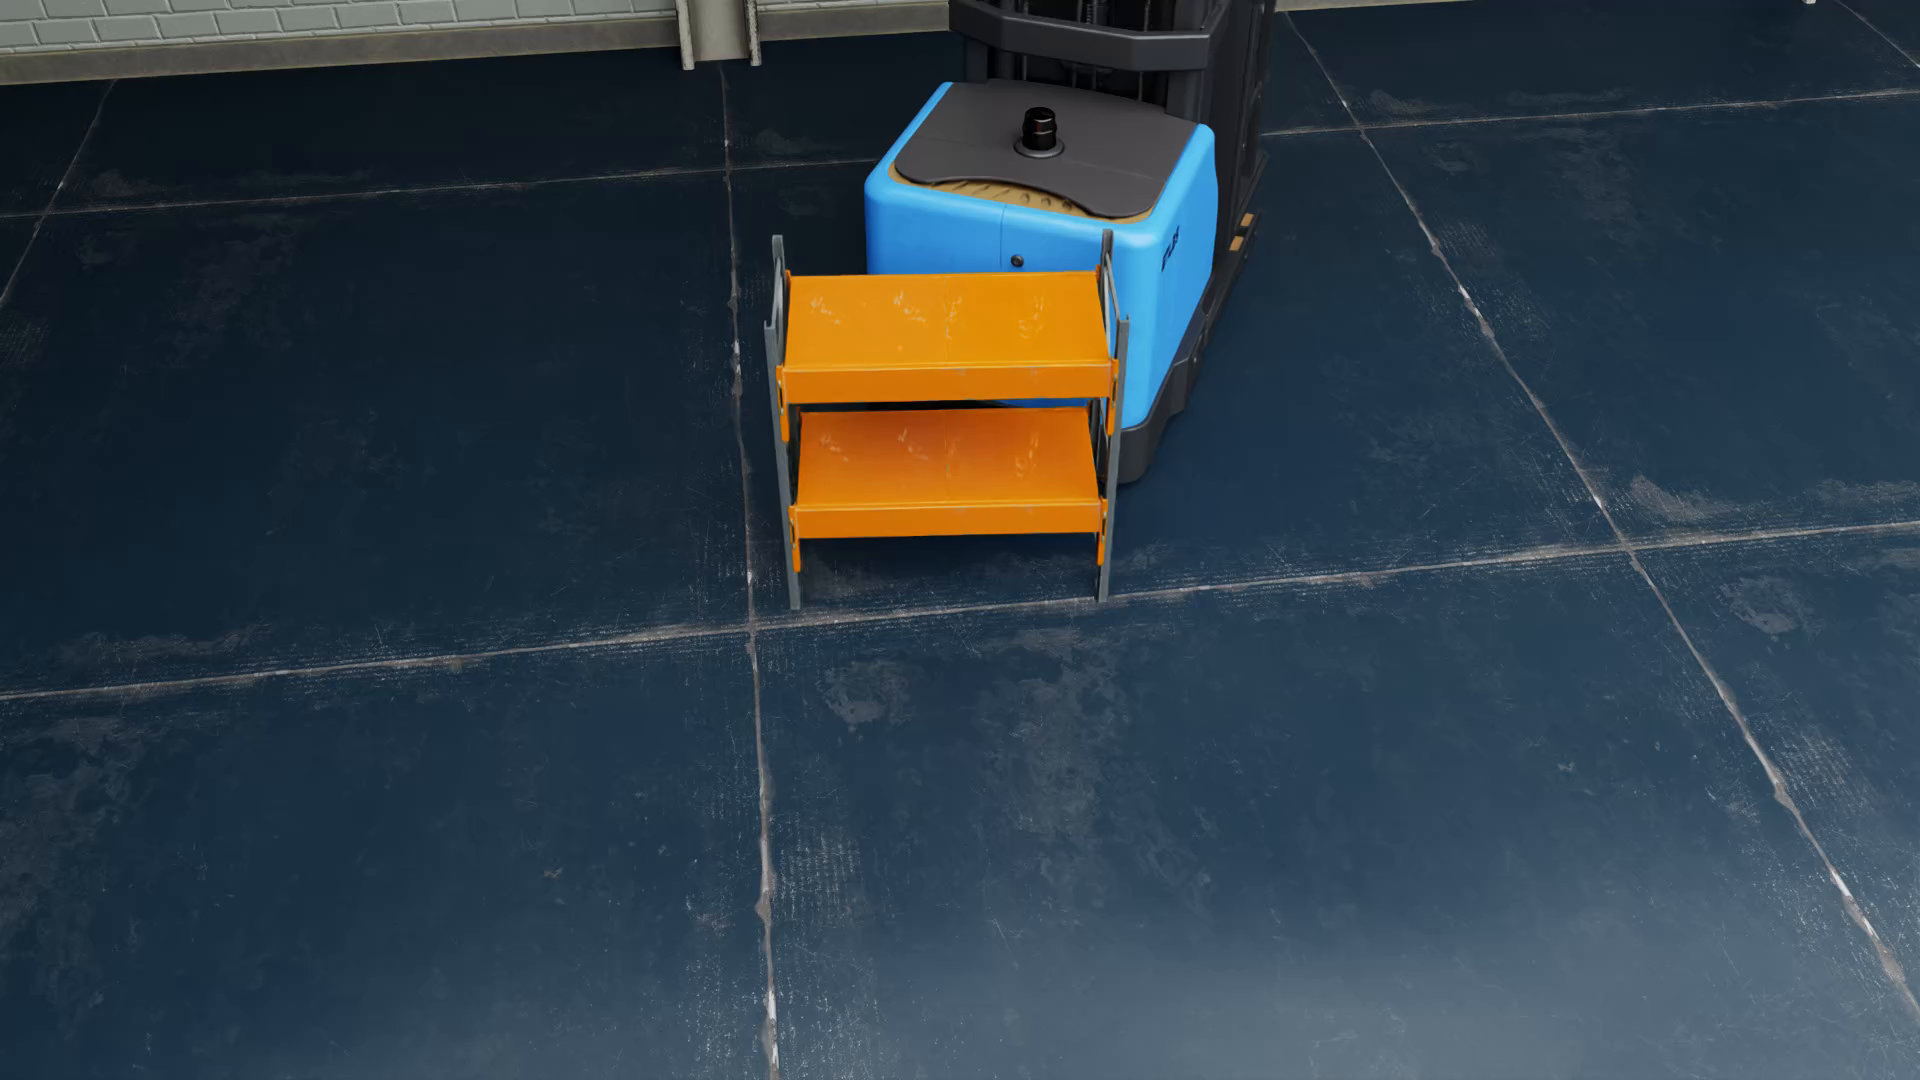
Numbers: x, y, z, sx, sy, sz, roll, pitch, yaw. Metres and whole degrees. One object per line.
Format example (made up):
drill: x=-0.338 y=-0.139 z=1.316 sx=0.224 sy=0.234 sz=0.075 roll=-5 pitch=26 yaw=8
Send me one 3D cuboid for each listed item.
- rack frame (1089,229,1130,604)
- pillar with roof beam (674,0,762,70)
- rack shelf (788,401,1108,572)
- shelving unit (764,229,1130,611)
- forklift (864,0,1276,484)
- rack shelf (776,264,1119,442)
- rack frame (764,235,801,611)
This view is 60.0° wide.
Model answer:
rack frame: x=0.464 y=-0.375 z=5.325 sx=0.032 sy=1.125 sz=0.500 roll=-1 pitch=42 yaw=-1
pillar with roof beam: x=-0.662 y=-2.970 z=2.324 sx=0.400 sy=9.000 sz=9.100 roll=-5 pitch=42 yaw=-6
rack shelf: x=-0.044 y=-0.182 z=5.477 sx=1.000 sy=0.278 sz=0.538 roll=-1 pitch=42 yaw=-1
shelving unit: x=-0.044 y=-0.363 z=5.313 sx=1.048 sy=1.125 sz=0.538 roll=-1 pitch=42 yaw=-1
forklift: x=0.641 y=-2.284 z=6.094 sx=1.130 sy=2.935 sz=3.031 roll=14 pitch=44 yaw=15
rack shelf: x=-0.044 y=-0.581 z=5.117 sx=1.000 sy=0.278 sz=0.538 roll=-1 pitch=42 yaw=-1
rack frame: x=-0.552 y=-0.352 z=5.301 sx=0.032 sy=1.125 sz=0.500 roll=-1 pitch=42 yaw=-1
